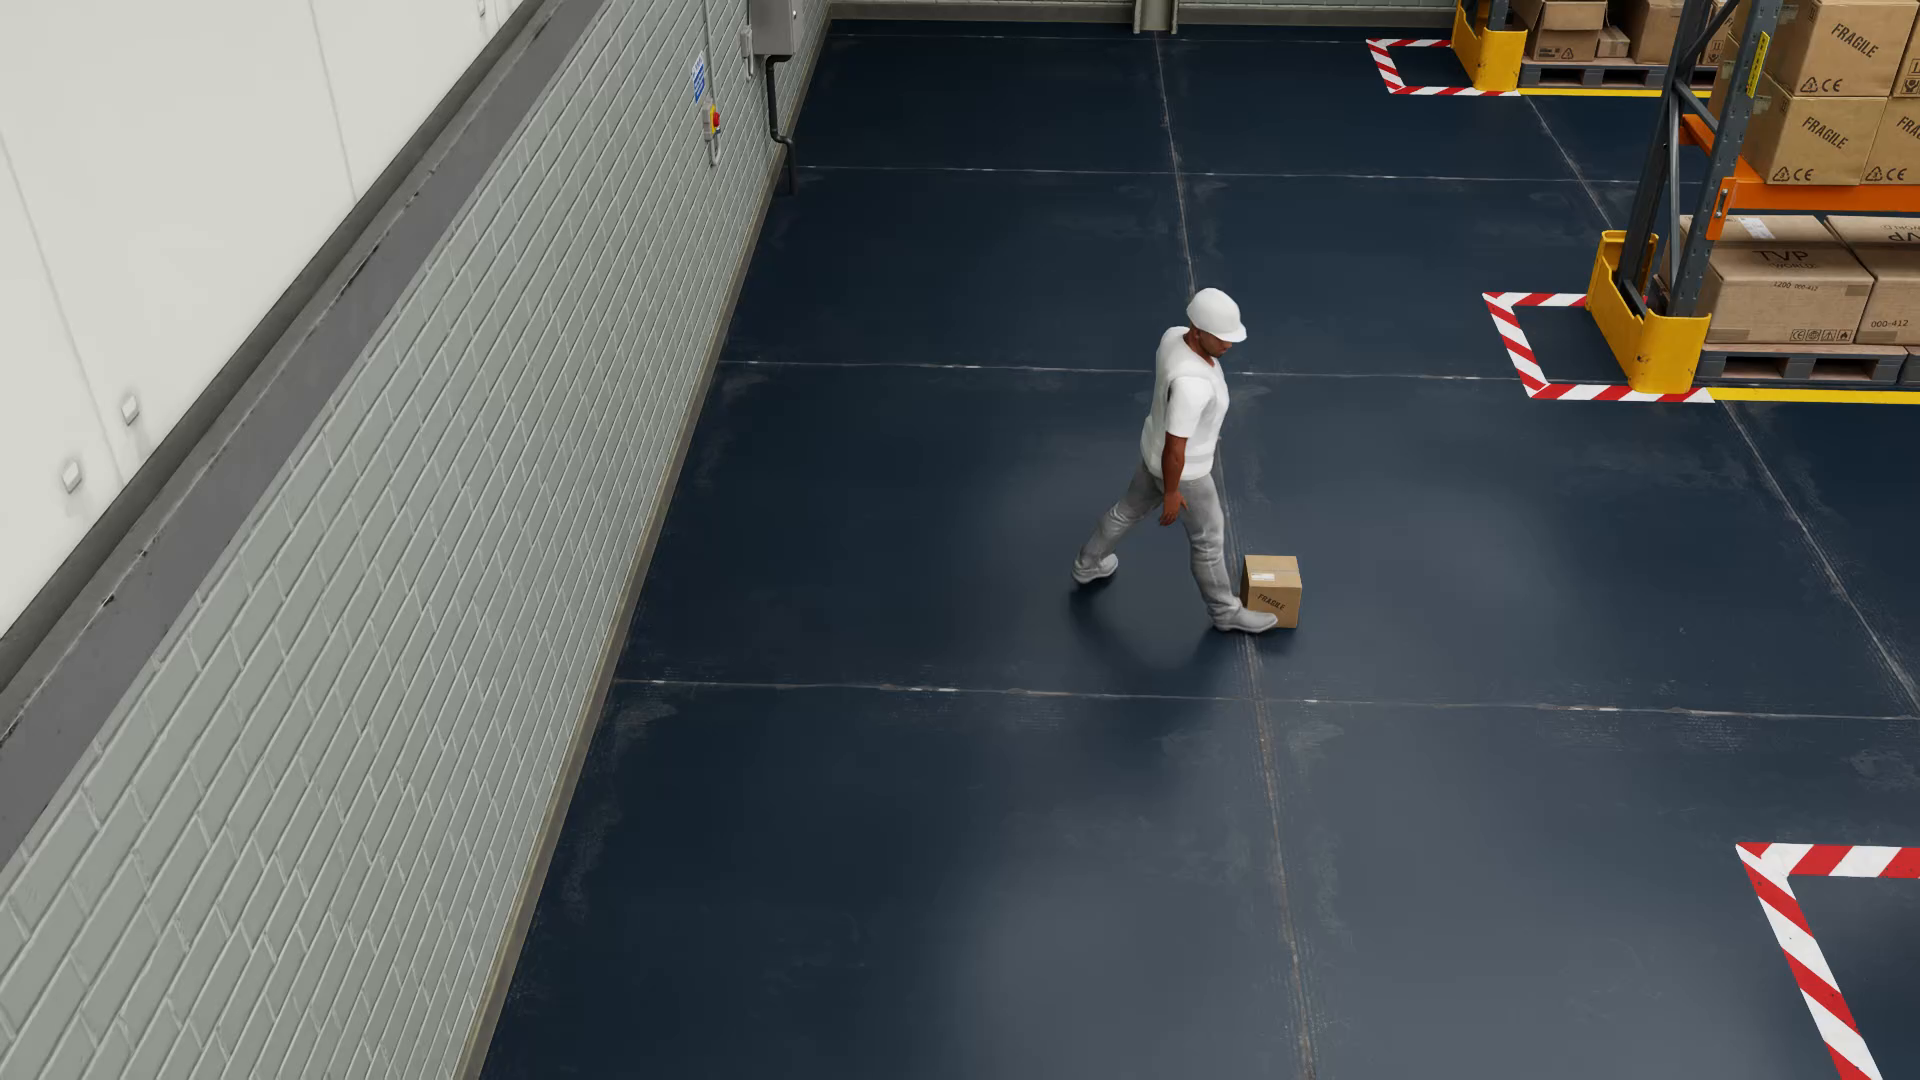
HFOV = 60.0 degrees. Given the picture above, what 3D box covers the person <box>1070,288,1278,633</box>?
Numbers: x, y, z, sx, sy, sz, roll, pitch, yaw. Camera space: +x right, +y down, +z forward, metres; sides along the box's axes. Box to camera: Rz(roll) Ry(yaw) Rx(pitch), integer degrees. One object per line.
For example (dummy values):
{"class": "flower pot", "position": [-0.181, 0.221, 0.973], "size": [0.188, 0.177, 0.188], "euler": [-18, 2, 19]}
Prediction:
{"class": "person", "position": [1.028, -0.395, 7.665], "size": [0.941, 1.737, 0.666], "euler": [-3, 36, -4]}
